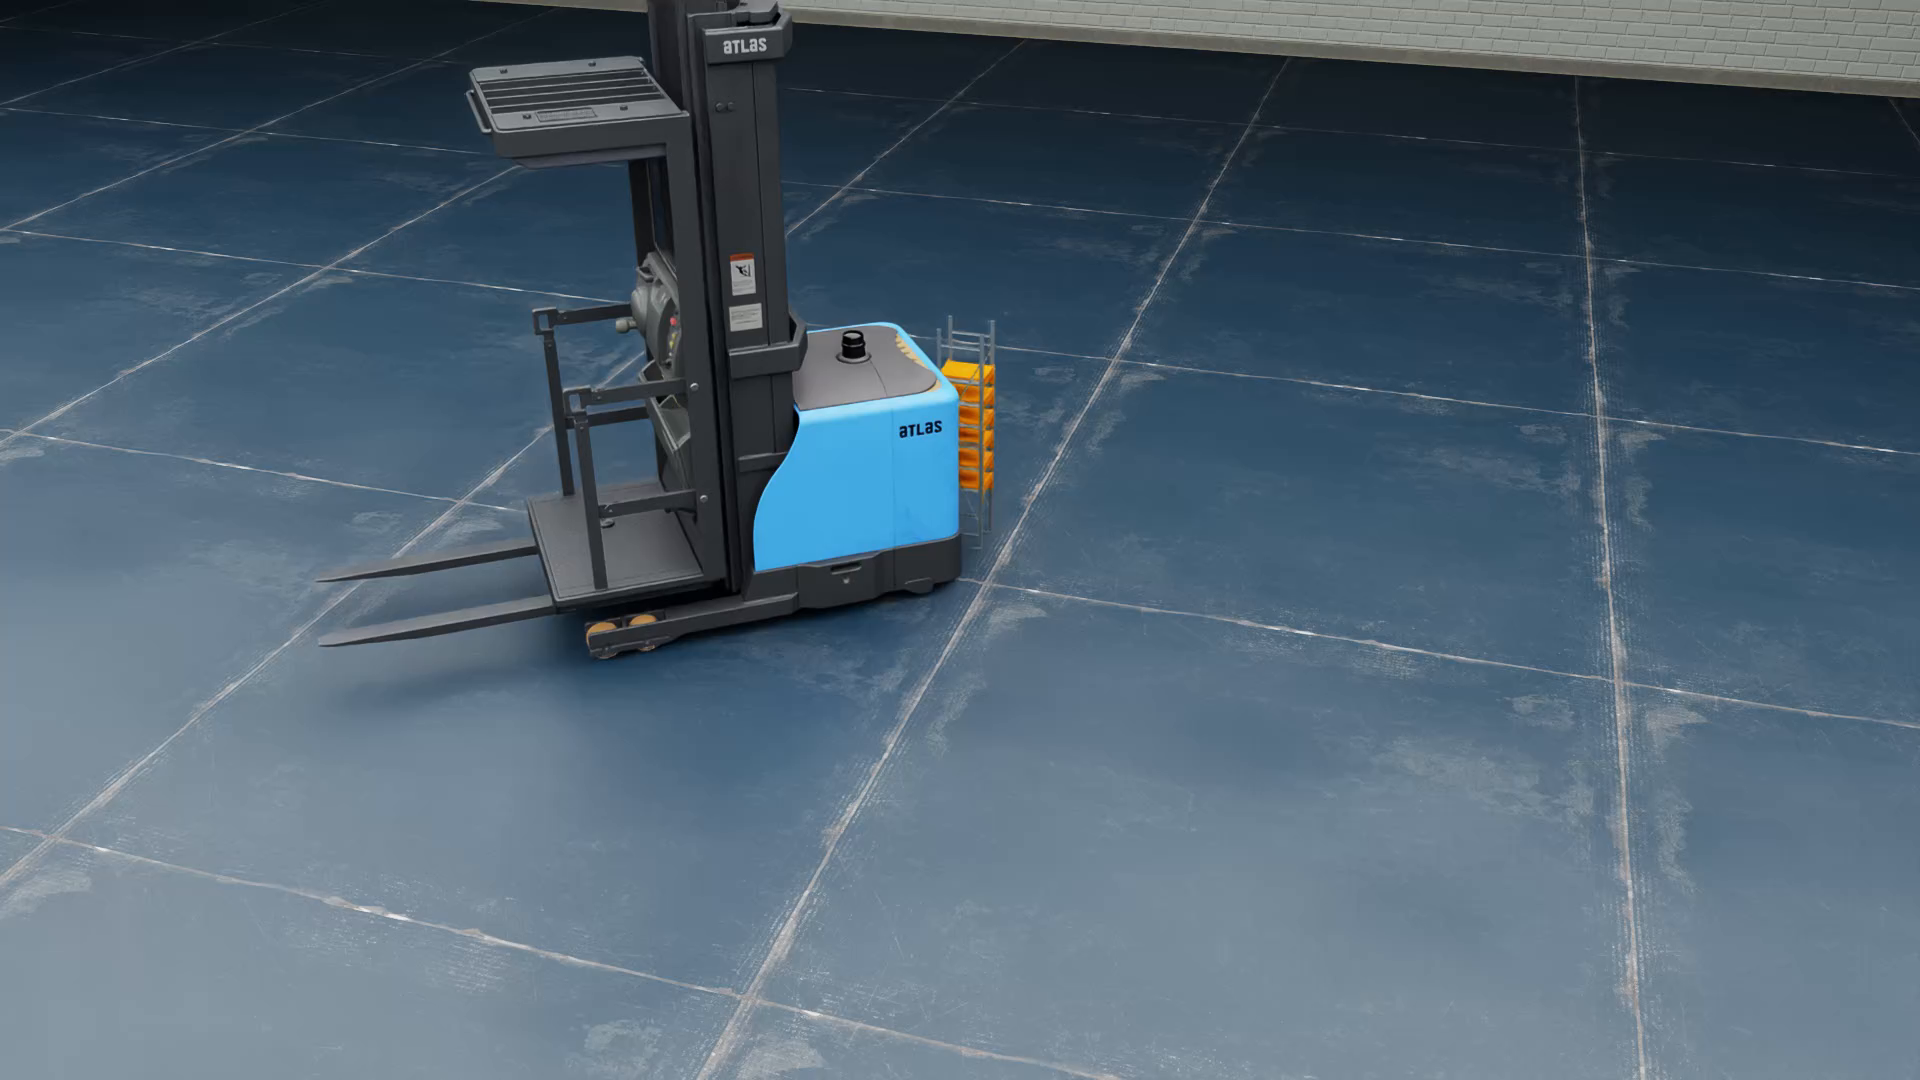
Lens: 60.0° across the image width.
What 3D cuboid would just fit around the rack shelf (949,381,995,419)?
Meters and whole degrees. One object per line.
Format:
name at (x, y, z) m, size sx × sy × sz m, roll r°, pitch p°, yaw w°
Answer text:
rack shelf at (0.029, -0.706, 8.383) m, size 0.258 × 0.103 × 0.180 m, roll 9°, pitch 30°, yaw 15°

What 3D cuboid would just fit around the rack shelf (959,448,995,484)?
rack shelf at (0.029, -0.392, 8.558) m, size 0.258 × 0.103 × 0.180 m, roll 9°, pitch 30°, yaw 15°

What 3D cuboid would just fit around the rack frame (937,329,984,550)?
rack frame at (0.002, -0.493, 8.402) m, size 0.240 × 1.200 × 0.006 m, roll 9°, pitch 30°, yaw 15°

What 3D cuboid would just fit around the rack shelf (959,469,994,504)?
rack shelf at (0.029, -0.287, 8.616) m, size 0.258 × 0.103 × 0.180 m, roll 9°, pitch 30°, yaw 15°

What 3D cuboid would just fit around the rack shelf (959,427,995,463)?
rack shelf at (0.029, -0.496, 8.499) m, size 0.258 × 0.103 × 0.180 m, roll 9°, pitch 30°, yaw 15°

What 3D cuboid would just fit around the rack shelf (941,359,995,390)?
rack shelf at (0.029, -0.811, 8.324) m, size 0.258 × 0.103 × 0.180 m, roll 9°, pitch 30°, yaw 15°

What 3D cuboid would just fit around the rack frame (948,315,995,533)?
rack frame at (0.056, -0.578, 8.554) m, size 0.240 × 1.200 × 0.006 m, roll 9°, pitch 30°, yaw 15°

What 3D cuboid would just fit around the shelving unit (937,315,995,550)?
shelving unit at (0.029, -0.535, 8.478) m, size 0.258 × 1.200 × 0.189 m, roll 9°, pitch 30°, yaw 15°

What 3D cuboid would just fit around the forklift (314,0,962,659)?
forklift at (-1.565, -1.018, 7.565) m, size 3.031 × 2.935 × 1.130 m, roll -10°, pitch 31°, yaw -17°

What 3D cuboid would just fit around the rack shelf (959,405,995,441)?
rack shelf at (0.029, -0.601, 8.441) m, size 0.258 × 0.103 × 0.180 m, roll 9°, pitch 30°, yaw 15°
